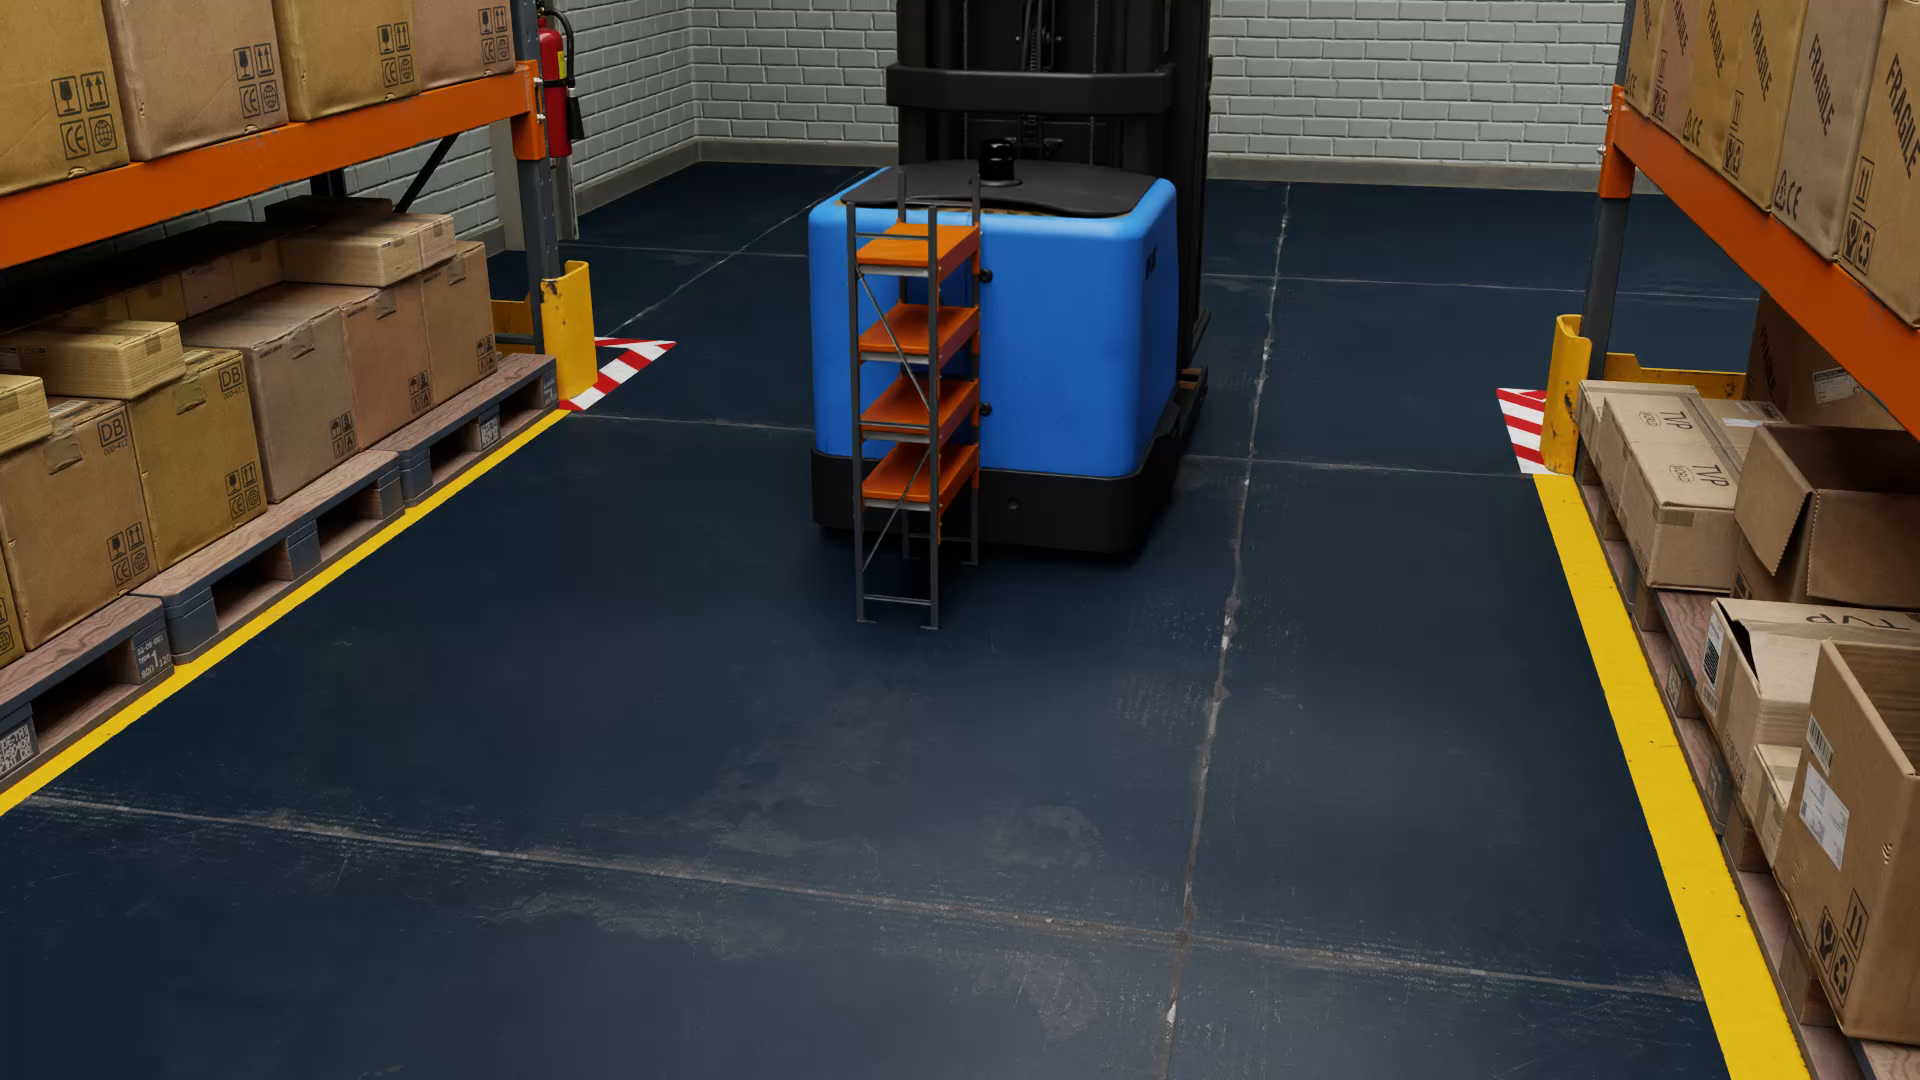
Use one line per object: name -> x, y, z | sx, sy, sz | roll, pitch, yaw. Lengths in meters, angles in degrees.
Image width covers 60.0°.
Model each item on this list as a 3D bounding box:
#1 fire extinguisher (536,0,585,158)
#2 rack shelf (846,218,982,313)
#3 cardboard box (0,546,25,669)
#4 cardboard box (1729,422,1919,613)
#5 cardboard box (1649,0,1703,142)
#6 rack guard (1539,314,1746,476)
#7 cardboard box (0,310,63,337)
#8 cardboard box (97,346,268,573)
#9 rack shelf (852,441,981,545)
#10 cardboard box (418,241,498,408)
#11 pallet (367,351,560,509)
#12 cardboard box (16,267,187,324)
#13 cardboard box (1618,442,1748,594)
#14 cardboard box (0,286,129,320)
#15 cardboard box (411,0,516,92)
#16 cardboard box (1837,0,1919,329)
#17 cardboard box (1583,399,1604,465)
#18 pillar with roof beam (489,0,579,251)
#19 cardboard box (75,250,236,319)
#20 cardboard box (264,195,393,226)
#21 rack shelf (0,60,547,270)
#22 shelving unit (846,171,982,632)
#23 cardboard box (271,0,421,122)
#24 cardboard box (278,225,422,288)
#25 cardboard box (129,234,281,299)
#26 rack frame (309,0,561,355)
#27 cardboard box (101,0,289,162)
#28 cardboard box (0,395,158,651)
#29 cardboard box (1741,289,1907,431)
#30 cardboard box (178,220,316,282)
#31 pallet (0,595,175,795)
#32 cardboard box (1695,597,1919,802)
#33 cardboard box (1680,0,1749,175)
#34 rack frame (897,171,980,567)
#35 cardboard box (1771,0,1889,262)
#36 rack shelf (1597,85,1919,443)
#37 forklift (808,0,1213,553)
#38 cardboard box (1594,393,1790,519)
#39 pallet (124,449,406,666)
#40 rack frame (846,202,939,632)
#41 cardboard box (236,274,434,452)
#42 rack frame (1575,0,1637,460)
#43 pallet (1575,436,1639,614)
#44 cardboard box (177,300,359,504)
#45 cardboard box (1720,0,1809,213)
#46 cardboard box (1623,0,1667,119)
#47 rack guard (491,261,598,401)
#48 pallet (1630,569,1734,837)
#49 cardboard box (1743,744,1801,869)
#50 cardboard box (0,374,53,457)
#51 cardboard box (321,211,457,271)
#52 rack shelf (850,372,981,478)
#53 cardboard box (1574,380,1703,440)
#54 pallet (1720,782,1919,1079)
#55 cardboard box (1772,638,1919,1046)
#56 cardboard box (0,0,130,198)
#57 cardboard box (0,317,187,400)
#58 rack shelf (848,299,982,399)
fire extinguisher -> -1.644, -1.861, 6.561 | 0.296, 0.674, 0.183 | 4, 22, 11
rack shelf -> -0.119, -0.763, 4.591 | 0.258, 0.148, 0.480 | 5, 23, 13
cardboard box -> -2.690, 0.112, 3.844 | 0.700, 0.500, 0.500 | 5, 22, 12
cardboard box -> 2.286, 0.056, 3.952 | 0.797, 0.503, 0.637 | 4, 22, 11
cardboard box -> 2.275, -1.389, 4.652 | 0.500, 0.500, 0.500 | 4, 22, 10
rack guard -> 2.708, -0.486, 5.891 | 1.175, 0.500, 0.348 | 4, 22, 11
cardboard box -> -2.703, -0.532, 4.576 | 0.380, 0.149, 0.250 | 5, 22, 11
cardboard box -> -2.477, -0.259, 4.765 | 0.700, 0.500, 0.500 | 5, 22, 12
rack shelf -> -0.119, -0.152, 4.837 | 0.258, 0.148, 0.480 | 5, 23, 13
cardboard box -> -2.172, -0.821, 6.162 | 0.700, 0.500, 0.500 | 4, 22, 11
pallet -> -2.213, -0.458, 6.208 | 1.003, 0.211, 1.213 | 4, 22, 11
cardboard box -> -2.599, -0.719, 5.040 | 0.380, 0.149, 0.250 | 5, 22, 11
cardboard box -> 2.131, -0.059, 4.577 | 0.500, 0.250, 0.500 | 4, 22, 11
cardboard box -> -2.651, -0.627, 4.810 | 0.380, 0.149, 0.250 | 4, 22, 10
cardboard box -> -2.221, -2.002, 5.907 | 0.980, 0.700, 0.700 | 5, 23, 13
cardboard box -> 1.862, -0.648, 2.813 | 0.500, 0.500, 0.500 | 5, 22, 12
cardboard box -> 2.251, -0.345, 5.398 | 0.380, 0.166, 0.250 | 4, 22, 11
pillar with roof beam -> 1.792, -5.558, 7.108 | 9.100, 9.000, 0.400 | 4, 22, 11
cardboard box -> -2.547, -0.813, 5.273 | 0.380, 0.149, 0.250 | 5, 22, 12
cardboard box -> -2.342, -1.183, 6.192 | 0.380, 0.149, 0.250 | 5, 22, 11
rack shelf -> -2.535, -0.985, 4.746 | 1.077, 0.370, 4.000 | 4, 22, 11
shelving unit -> -0.119, -0.399, 4.737 | 0.258, 1.200, 0.503 | 5, 23, 13
cardboard box -> -2.359, -1.735, 5.244 | 0.980, 0.700, 0.700 | 4, 22, 10
cardboard box -> -2.071, -0.968, 5.657 | 0.380, 0.149, 0.250 | 5, 22, 12
cardboard box -> -2.496, -0.906, 5.504 | 0.380, 0.149, 0.250 | 5, 22, 11
rack frame -> -2.127, -2.050, 6.428 | 1.000, 3.000, 0.127 | 4, 22, 11
cardboard box -> -2.523, -1.456, 4.553 | 0.980, 0.700, 0.700 | 3, 22, 8
cardboard box -> -2.584, -0.071, 4.299 | 0.700, 0.500, 0.500 | 4, 22, 10
cardboard box -> 2.854, -0.500, 5.338 | 0.500, 0.500, 0.500 | 4, 22, 11
cardboard box -> -2.444, -0.998, 5.732 | 0.380, 0.149, 0.250 | 5, 22, 11
pallet -> -2.711, 0.435, 3.992 | 1.003, 0.211, 1.213 | 4, 22, 11
cardboard box -> 1.899, 0.328, 3.533 | 0.500, 0.311, 0.500 | 4, 22, 11
cardboard box -> 2.169, -1.205, 4.197 | 0.500, 0.500, 0.500 | 4, 22, 11
rack frame -> -0.061, -0.487, 4.957 | 0.240, 1.200, 0.015 | 5, 23, 13
cardboard box -> 1.964, -0.836, 3.280 | 0.500, 0.500, 0.500 | 5, 22, 12
rack shelf -> 2.315, -0.608, 3.812 | 1.077, 0.370, 4.000 | 4, 22, 11
forklift -> 0.377, -1.841, 6.001 | 1.130, 2.935, 3.031 | 5, 23, 13
cardboard box -> 2.233, -0.242, 5.031 | 0.500, 0.250, 0.500 | 4, 22, 11
pallet -> -2.464, -0.013, 5.103 | 1.003, 0.211, 1.213 | 4, 22, 11
rack frame -> -0.177, -0.310, 4.518 | 0.240, 1.200, 0.015 | 5, 23, 13
cardboard box -> -2.274, -0.638, 5.707 | 0.700, 0.500, 0.500 | 4, 22, 11
rack frame -> 2.723, -1.673, 5.493 | 1.000, 3.000, 0.127 | 4, 22, 11
pallet -> 2.546, -0.060, 5.221 | 1.003, 0.211, 1.213 | 4, 22, 11
cardboard box -> -2.376, -0.454, 5.250 | 0.700, 0.500, 0.500 | 4, 22, 9
cardboard box -> 2.066, -1.022, 3.743 | 0.500, 0.500, 0.500 | 5, 22, 12
cardboard box -> 2.375, -1.578, 5.122 | 0.500, 0.500, 0.500 | 5, 22, 12
rack guard -> -2.122, -0.899, 6.916 | 1.175, 0.500, 0.348 | 4, 22, 11
pallet -> 2.295, 0.384, 4.117 | 1.003, 0.211, 1.213 | 4, 22, 11
cardboard box -> 1.764, 0.536, 3.235 | 0.380, 0.149, 0.250 | 4, 22, 11
cardboard box -> -2.441, -0.300, 3.999 | 0.380, 0.149, 0.250 | 5, 23, 13
cardboard box -> -2.019, -1.061, 5.889 | 0.380, 0.149, 0.250 | 4, 22, 10
rack shelf -> -0.119, -0.336, 4.762 | 0.258, 0.148, 0.480 | 5, 23, 13
cardboard box -> 2.302, -0.428, 5.629 | 0.380, 0.149, 0.250 | 4, 22, 11
pallet -> 2.048, 0.832, 3.006 | 1.003, 0.211, 1.213 | 4, 22, 11
cardboard box -> 1.746, 0.515, 2.817 | 0.500, 0.500, 0.500 | 4, 22, 11
cardboard box -> -2.662, -1.190, 3.891 | 0.980, 0.700, 0.700 | 4, 22, 10
cardboard box -> -2.335, -0.491, 4.473 | 0.380, 0.149, 0.250 | 4, 22, 9
rack shelf -> -0.119, -0.544, 4.679 | 0.258, 0.148, 0.480 | 5, 23, 13
